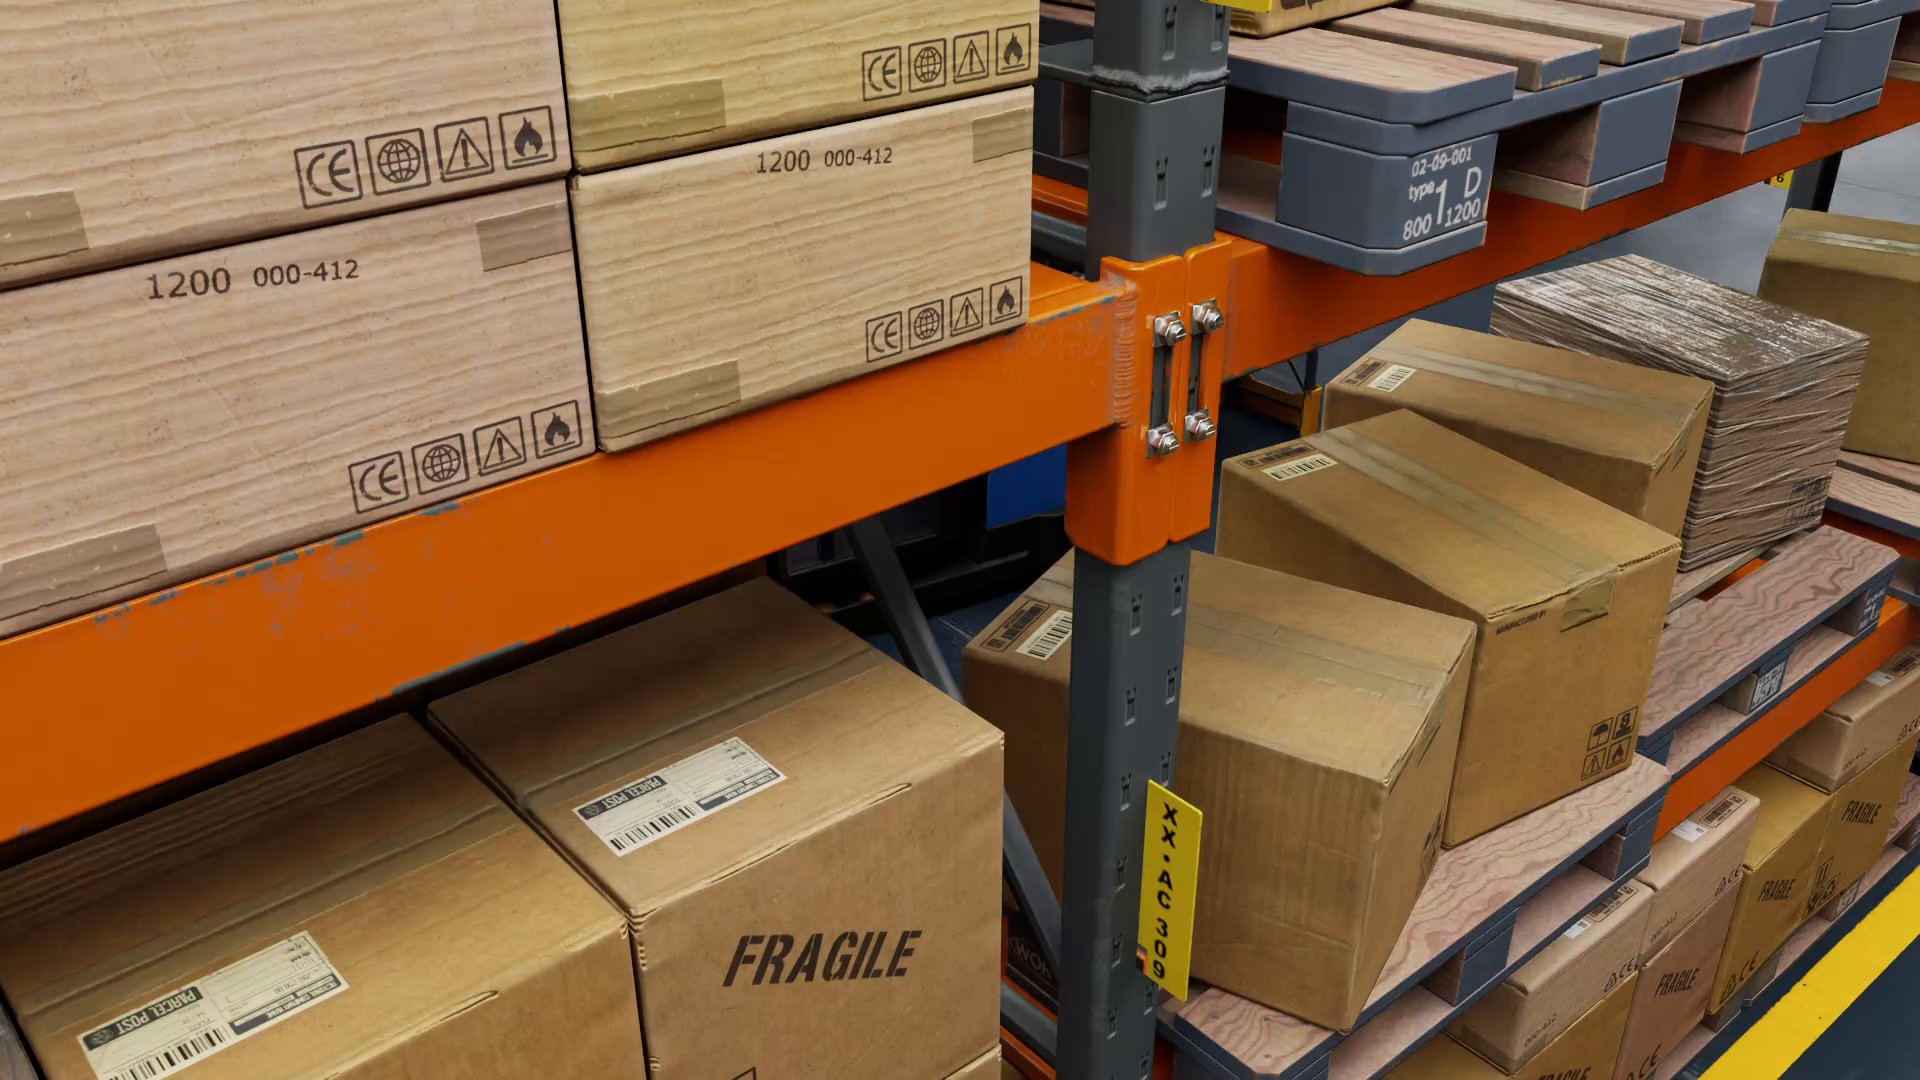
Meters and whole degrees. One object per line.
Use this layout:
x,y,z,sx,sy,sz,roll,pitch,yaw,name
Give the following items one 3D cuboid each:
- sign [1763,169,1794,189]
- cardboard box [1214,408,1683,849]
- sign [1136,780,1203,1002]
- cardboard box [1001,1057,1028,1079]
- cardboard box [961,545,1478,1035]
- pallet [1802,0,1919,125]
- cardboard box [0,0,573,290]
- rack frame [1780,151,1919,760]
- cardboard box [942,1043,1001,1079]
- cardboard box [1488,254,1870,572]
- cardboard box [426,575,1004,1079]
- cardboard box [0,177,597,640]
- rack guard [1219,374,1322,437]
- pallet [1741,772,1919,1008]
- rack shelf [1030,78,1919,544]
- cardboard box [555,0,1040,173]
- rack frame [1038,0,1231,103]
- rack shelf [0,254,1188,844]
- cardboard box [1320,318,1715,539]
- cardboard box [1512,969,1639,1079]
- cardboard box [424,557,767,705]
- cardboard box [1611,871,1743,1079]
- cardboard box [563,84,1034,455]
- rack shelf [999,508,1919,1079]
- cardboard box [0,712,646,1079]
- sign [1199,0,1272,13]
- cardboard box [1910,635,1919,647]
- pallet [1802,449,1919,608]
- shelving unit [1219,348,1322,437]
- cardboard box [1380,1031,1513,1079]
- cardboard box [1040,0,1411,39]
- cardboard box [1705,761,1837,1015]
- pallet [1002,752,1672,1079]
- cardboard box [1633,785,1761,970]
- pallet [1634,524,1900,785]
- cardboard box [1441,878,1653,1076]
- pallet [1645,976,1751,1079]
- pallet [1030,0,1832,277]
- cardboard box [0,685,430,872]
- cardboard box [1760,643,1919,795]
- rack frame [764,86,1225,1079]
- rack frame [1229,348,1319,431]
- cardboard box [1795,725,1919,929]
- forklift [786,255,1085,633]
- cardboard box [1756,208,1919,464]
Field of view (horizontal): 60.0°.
2.601,-1.265,5.206,0.005,0.325,0.100,-22,35,-35,sign
0.909,0.140,3.254,0.500,0.500,0.700,-16,32,-27,cardboard box
0.279,0.478,2.255,0.005,0.325,0.100,-22,35,-35,sign
0.110,1.322,3.779,0.500,0.500,0.500,-22,35,-35,cardboard box
0.427,0.373,2.817,0.700,0.500,0.500,15,32,26,cardboard box
1.250,-1.065,3.078,1.003,0.211,1.213,-22,35,-35,pallet
-0.655,-0.412,1.285,0.500,0.250,0.500,-22,35,-35,cardboard box
2.964,-0.556,5.109,0.127,3.000,1.000,-22,35,-35,rack frame
-0.293,0.868,2.337,0.500,0.500,0.500,-21,35,-34,cardboard box
1.738,-0.341,4.154,0.500,0.500,0.700,-15,32,-26,cardboard box
-0.296,0.430,2.096,0.500,0.500,0.500,-22,35,-35,cardboard box
-0.663,-0.196,1.411,0.500,0.250,0.500,-22,35,-35,cardboard box
1.547,-0.725,8.342,0.087,0.250,0.587,-23,36,-36,rack guard
2.372,0.888,5.364,1.213,0.211,1.003,-22,35,-35,pallet
1.443,-0.950,3.426,4.000,0.370,1.077,-22,35,-35,rack shelf
-0.273,-0.564,1.569,0.500,0.250,0.500,-22,35,-35,cardboard box
-0.079,-1.979,1.405,0.127,3.000,1.000,-22,35,-35,rack frame
-1.600,0.274,1.136,4.000,0.370,1.077,-22,35,-35,rack shelf
1.225,-0.125,3.749,0.700,0.500,0.500,18,33,30,cardboard box
1.231,1.198,4.011,0.500,0.500,0.500,-21,35,-34,cardboard box
-0.620,0.226,2.479,0.500,0.500,0.500,-21,34,-34,cardboard box
1.616,1.043,4.301,0.500,0.500,0.500,-23,36,-37,cardboard box
-0.276,-0.345,1.690,0.500,0.250,0.500,-22,35,-35,cardboard box
1.443,0.373,4.133,4.000,0.370,1.077,-22,35,-35,rack shelf
-0.684,0.587,1.801,0.500,0.500,0.500,-23,36,-36,cardboard box
0.279,-0.691,1.630,0.005,0.325,0.100,-22,35,-35,sign
3.553,0.416,5.760,0.500,0.250,0.500,-22,35,-35,cardboard box
2.494,-0.239,4.719,1.003,0.211,1.213,-22,35,-35,pallet
1.174,-1.121,7.756,1.083,1.500,0.587,-23,36,-36,shelving unit
0.846,1.348,3.730,0.500,0.500,0.500,-21,35,-34,cardboard box
0.352,-1.057,2.205,0.600,0.600,0.600,25,37,38,cardboard box
2.011,0.881,4.605,0.500,0.500,0.500,-23,36,-37,cardboard box
0.600,0.547,3.248,1.213,0.211,1.003,-22,35,-35,pallet
1.589,0.725,4.101,0.500,0.250,0.500,-23,36,-36,cardboard box
1.488,0.125,4.037,1.213,0.211,1.003,-22,35,-35,pallet
1.208,0.878,3.813,0.500,0.250,0.500,-22,35,-35,cardboard box
1.444,1.260,4.669,1.213,0.211,1.003,-22,35,-35,pallet
0.463,-0.747,2.482,1.003,0.211,1.213,-22,35,-35,pallet
-1.012,0.384,2.183,0.500,0.500,0.500,-23,36,-36,cardboard box
2.365,0.410,4.689,0.500,0.250,0.500,-20,34,-33,cardboard box
-0.079,0.667,2.819,0.127,3.000,1.000,-22,35,-35,rack frame
1.561,-1.282,8.059,0.032,1.500,0.500,-23,36,-36,rack frame
2.405,0.722,4.901,0.500,0.500,0.500,-20,34,-33,cardboard box
-0.535,-1.168,6.326,3.031,2.935,1.130,-16,32,-27,forklift
2.558,-0.553,4.550,0.700,0.500,0.500,15,32,26,cardboard box
